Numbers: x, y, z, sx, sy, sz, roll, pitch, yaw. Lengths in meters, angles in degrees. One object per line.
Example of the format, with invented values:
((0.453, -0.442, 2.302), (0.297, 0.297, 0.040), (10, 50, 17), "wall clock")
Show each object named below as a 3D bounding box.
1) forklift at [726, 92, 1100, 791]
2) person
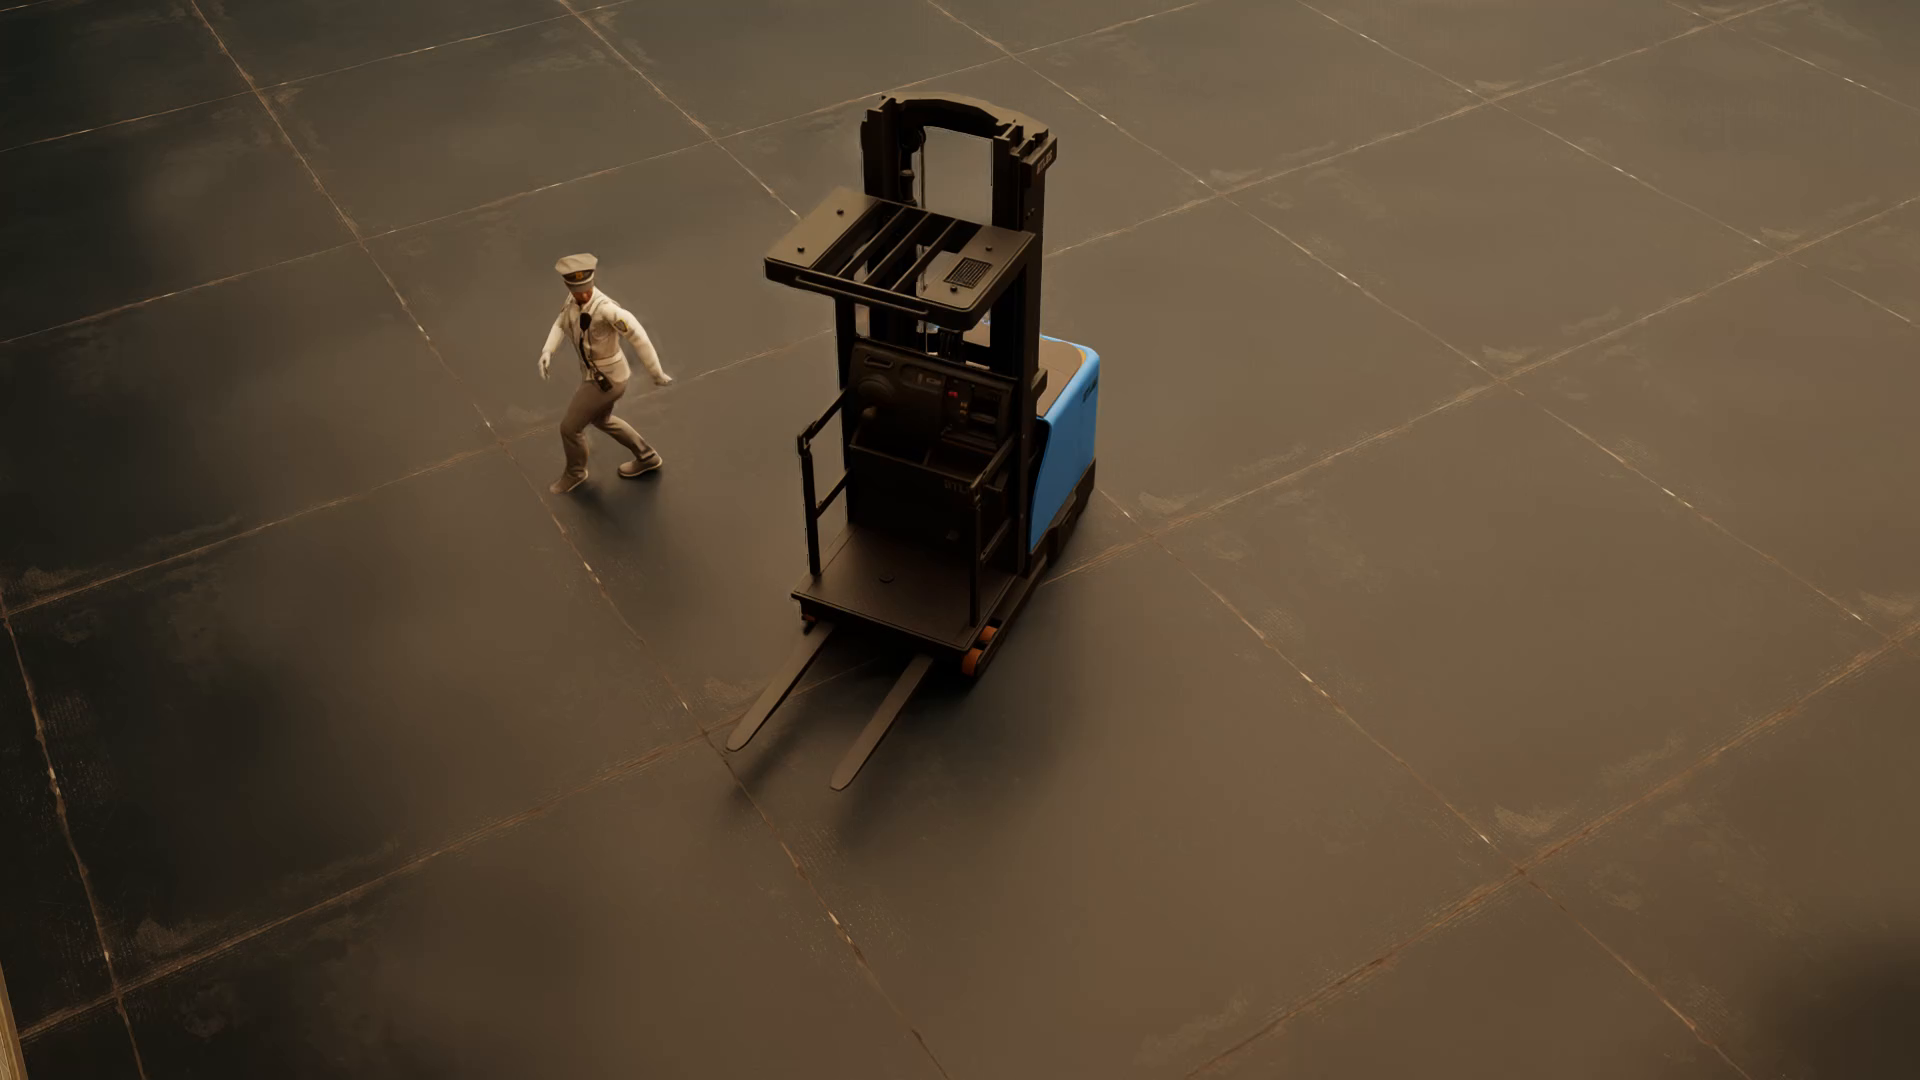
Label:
((-0.253, -0.673, 8.641), (1.130, 2.935, 3.031), (17, 44, 19), "forklift")
((-2.191, -0.979, 10.041), (0.849, 1.647, 0.527), (-11, 42, -13), "person")
